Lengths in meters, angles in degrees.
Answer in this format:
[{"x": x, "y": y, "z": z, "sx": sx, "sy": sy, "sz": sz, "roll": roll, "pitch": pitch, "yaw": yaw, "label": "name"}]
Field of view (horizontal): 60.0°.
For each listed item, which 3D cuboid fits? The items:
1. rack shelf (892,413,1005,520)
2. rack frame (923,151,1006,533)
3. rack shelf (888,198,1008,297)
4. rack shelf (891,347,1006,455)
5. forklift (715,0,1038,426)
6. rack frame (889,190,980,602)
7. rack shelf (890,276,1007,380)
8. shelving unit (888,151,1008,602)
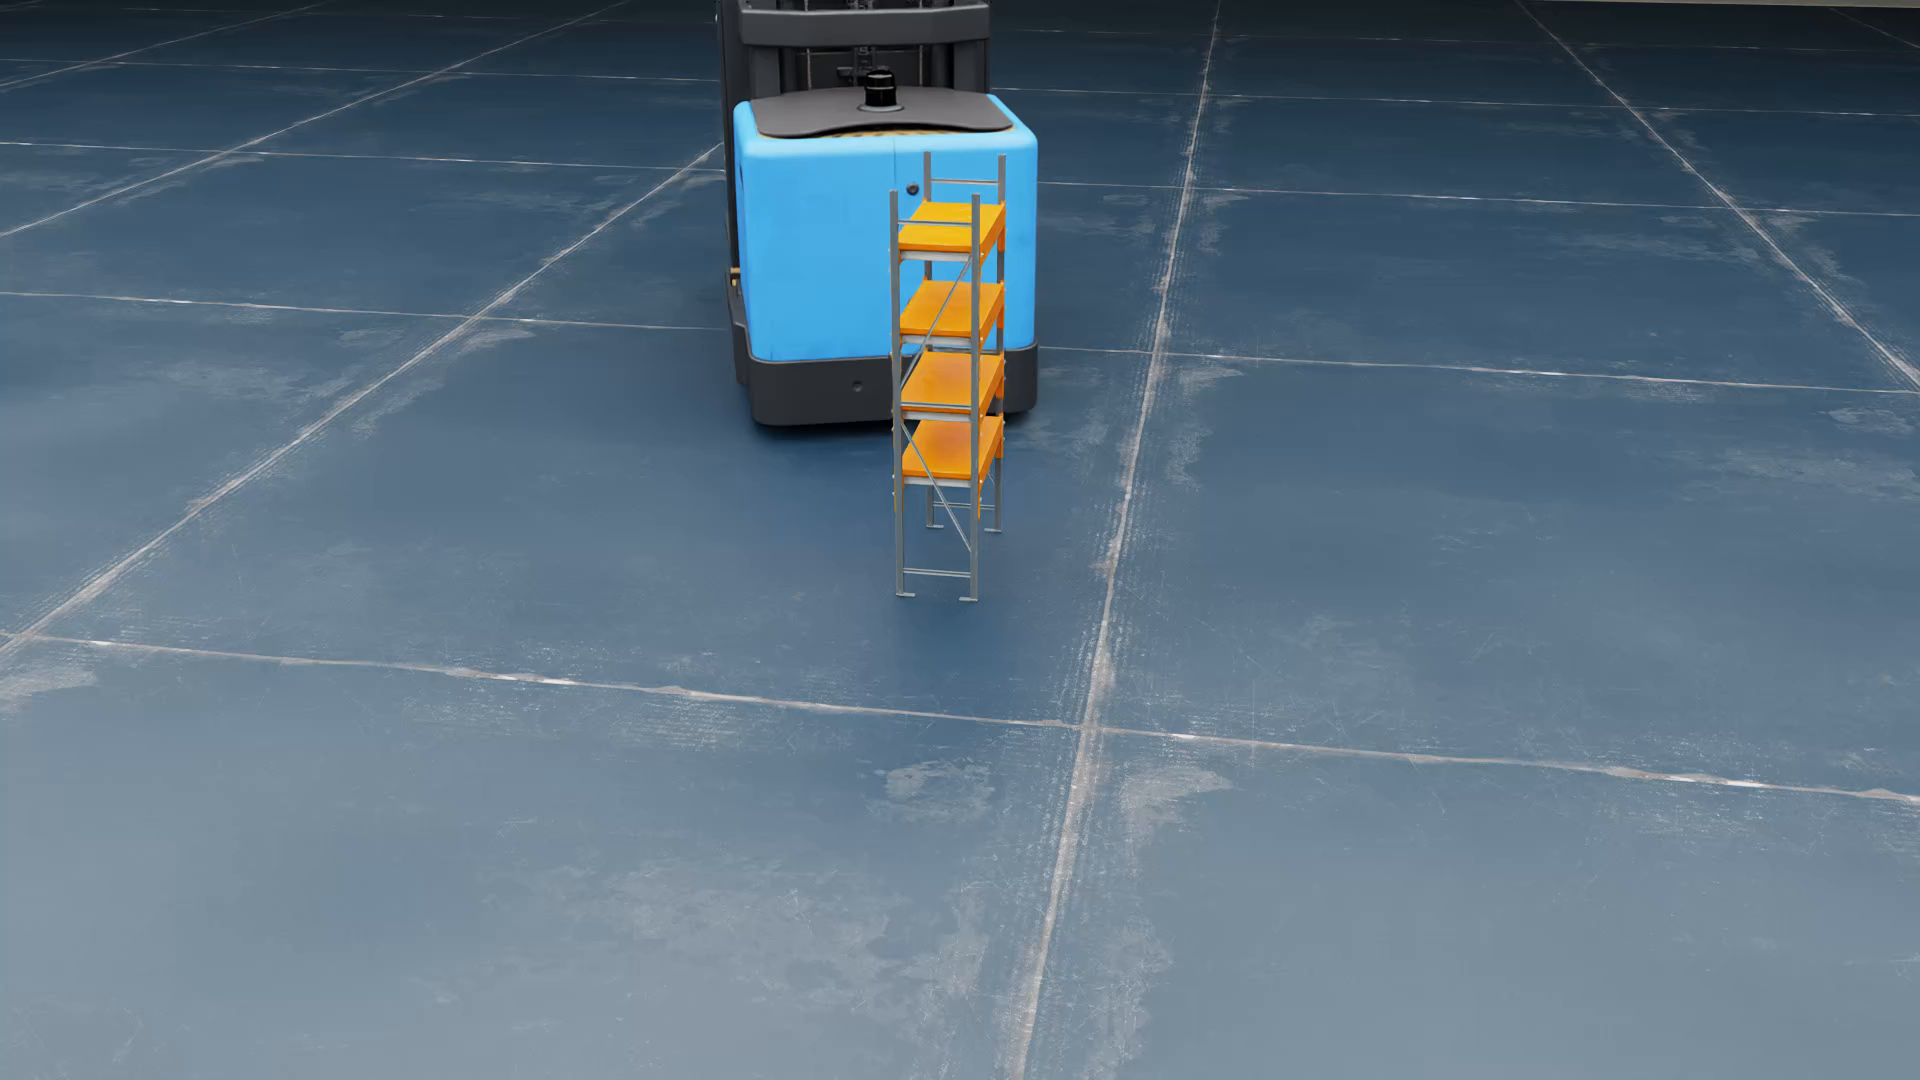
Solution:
[{"x": -0.027, "y": -0.233, "z": 4.960, "sx": 0.258, "sy": 0.148, "sz": 0.480, "roll": 4, "pitch": 25, "yaw": 9, "label": "rack shelf"}, {"x": 0.013, "y": -0.576, "z": 5.066, "sx": 0.240, "sy": 1.200, "sz": 0.015, "roll": 4, "pitch": 25, "yaw": 9, "label": "rack frame"}, {"x": -0.027, "y": -0.830, "z": 4.681, "sx": 0.258, "sy": 0.148, "sz": 0.480, "roll": 4, "pitch": 25, "yaw": 9, "label": "rack shelf"}, {"x": -0.027, "y": -0.413, "z": 4.876, "sx": 0.258, "sy": 0.148, "sz": 0.480, "roll": 4, "pitch": 25, "yaw": 9, "label": "rack shelf"}, {"x": -0.463, "y": -2.332, "z": 6.774, "sx": 1.130, "sy": 2.935, "sz": 3.031, "roll": -4, "pitch": 25, "yaw": -8, "label": "forklift"}, {"x": -0.067, "y": -0.372, "z": 4.630, "sx": 0.240, "sy": 1.200, "sz": 0.015, "roll": 4, "pitch": 25, "yaw": 9, "label": "rack frame"}, {"x": -0.027, "y": -0.616, "z": 4.781, "sx": 0.258, "sy": 0.148, "sz": 0.480, "roll": 4, "pitch": 25, "yaw": 9, "label": "rack shelf"}, {"x": -0.027, "y": -0.474, "z": 4.848, "sx": 0.258, "sy": 1.200, "sz": 0.503, "roll": 4, "pitch": 25, "yaw": 9, "label": "shelving unit"}]
